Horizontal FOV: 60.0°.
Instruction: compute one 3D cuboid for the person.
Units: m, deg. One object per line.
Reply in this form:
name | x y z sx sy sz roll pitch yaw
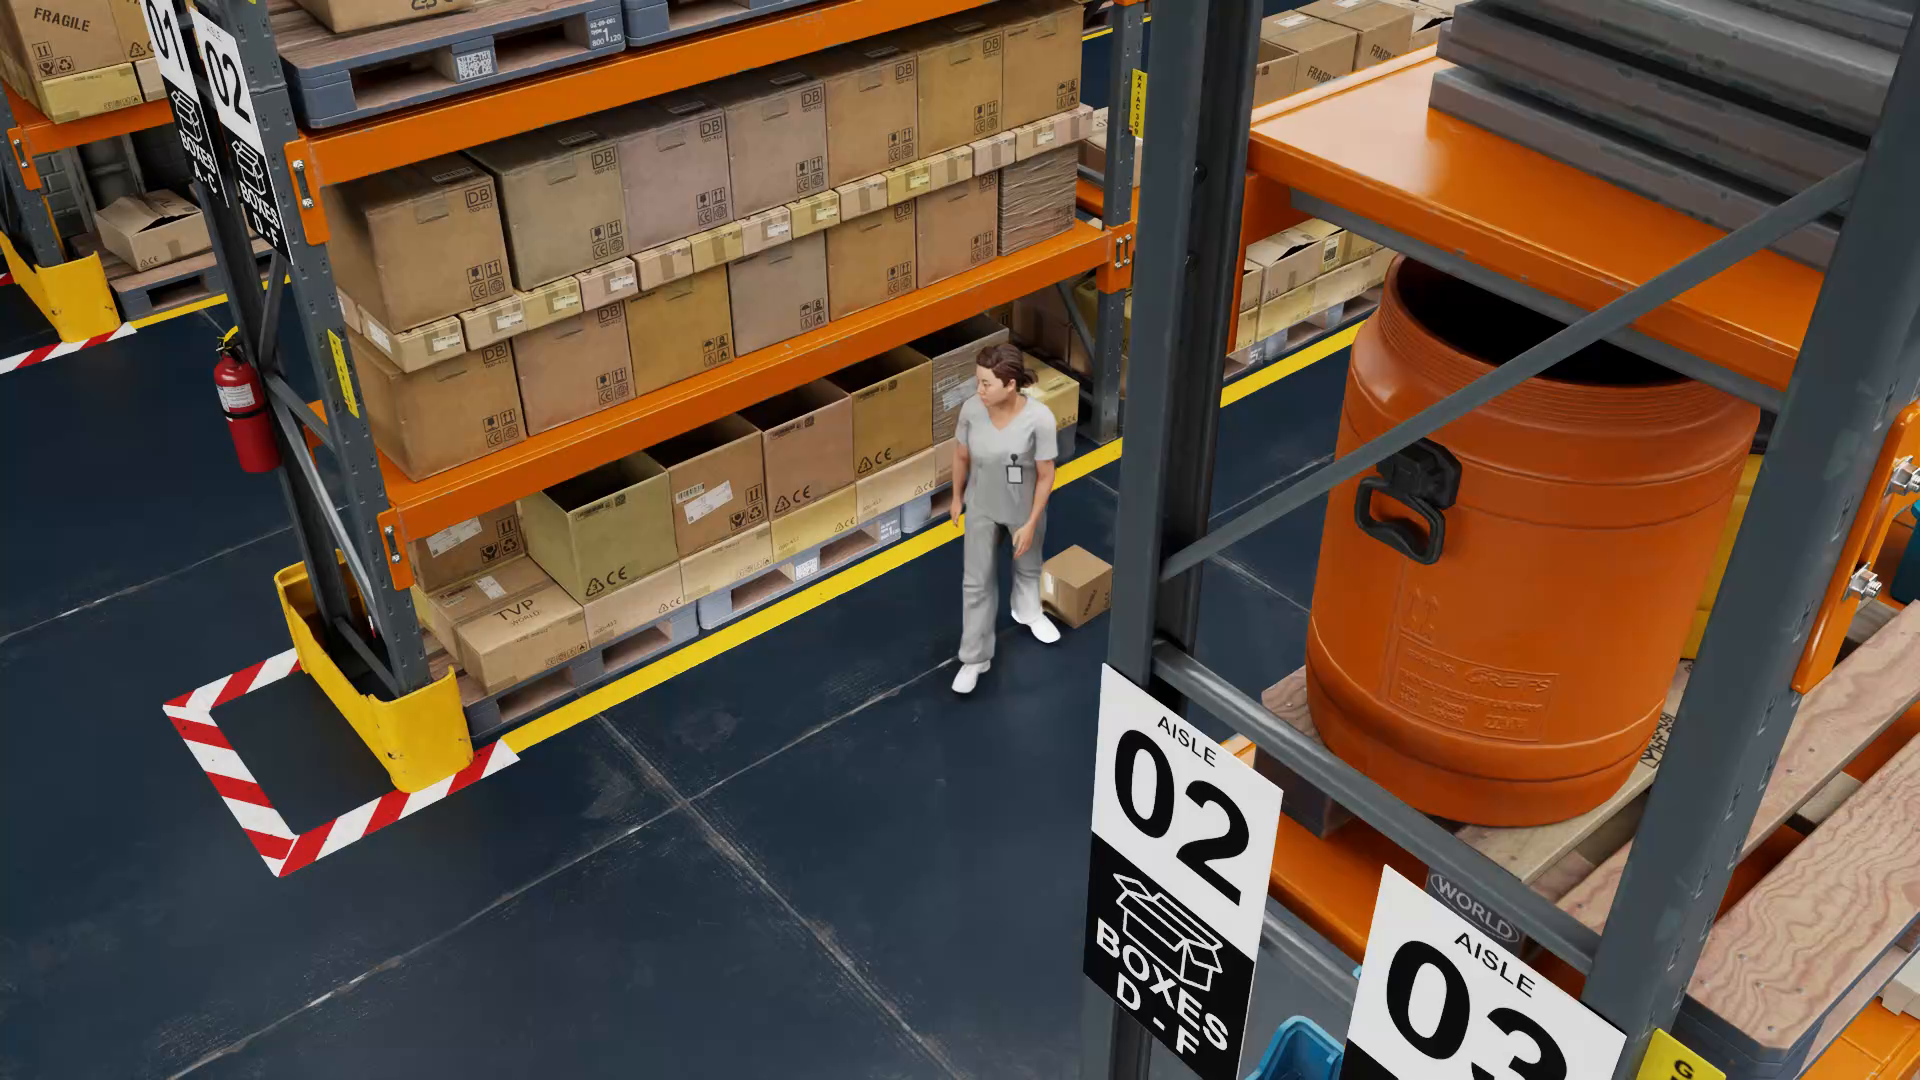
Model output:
person | 0.194 -0.129 7.238 0.498 1.661 0.686 7 37 10
